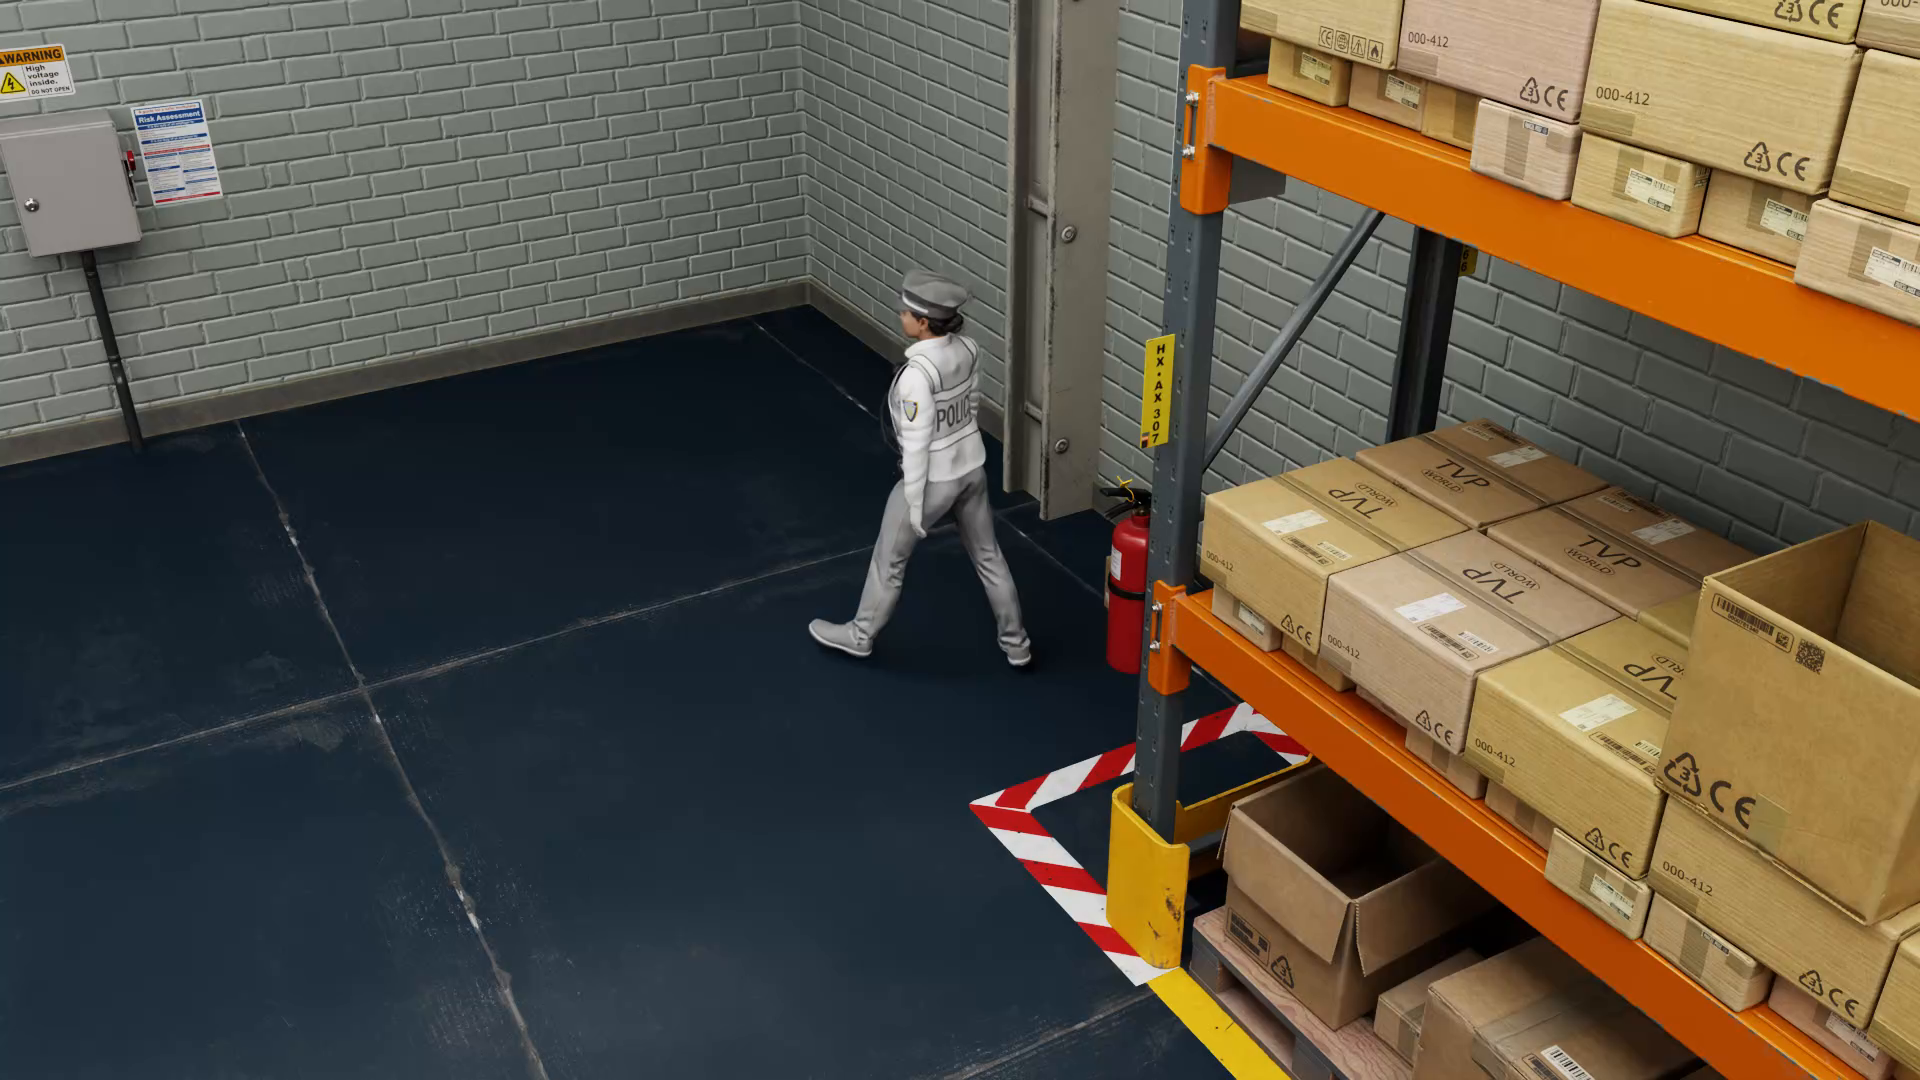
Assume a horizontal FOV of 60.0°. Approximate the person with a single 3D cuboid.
[{"bbox_3d":[-0.135,-0.258,6.553,0.845,1.641,0.615,20,35,32],"label":"person"}]
